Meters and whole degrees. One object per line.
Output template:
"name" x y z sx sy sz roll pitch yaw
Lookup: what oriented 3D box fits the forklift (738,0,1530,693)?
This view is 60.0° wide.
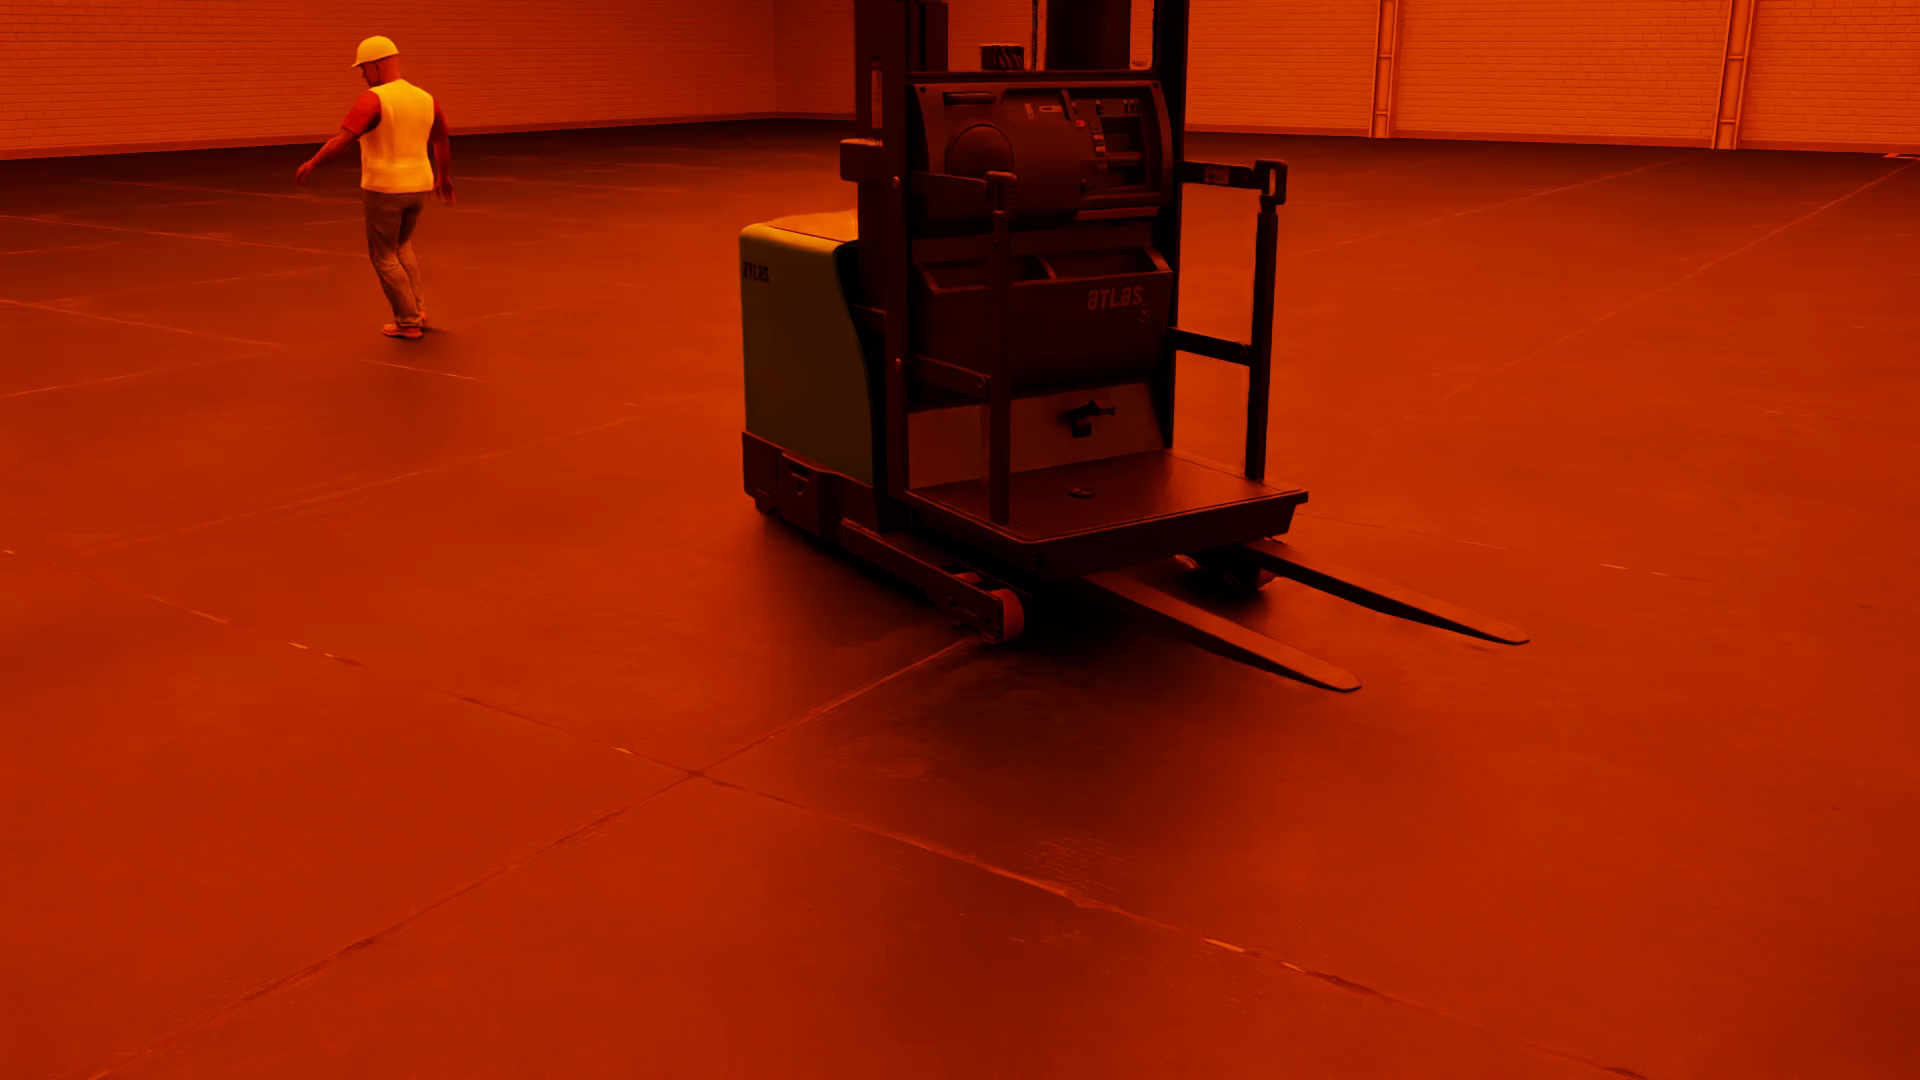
"forklift" 0.389 -1.248 5.007 1.130 2.935 3.031 -10 19 -31

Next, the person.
"person" -3.405 -2.072 9.922 0.510 1.793 0.989 11 20 32
